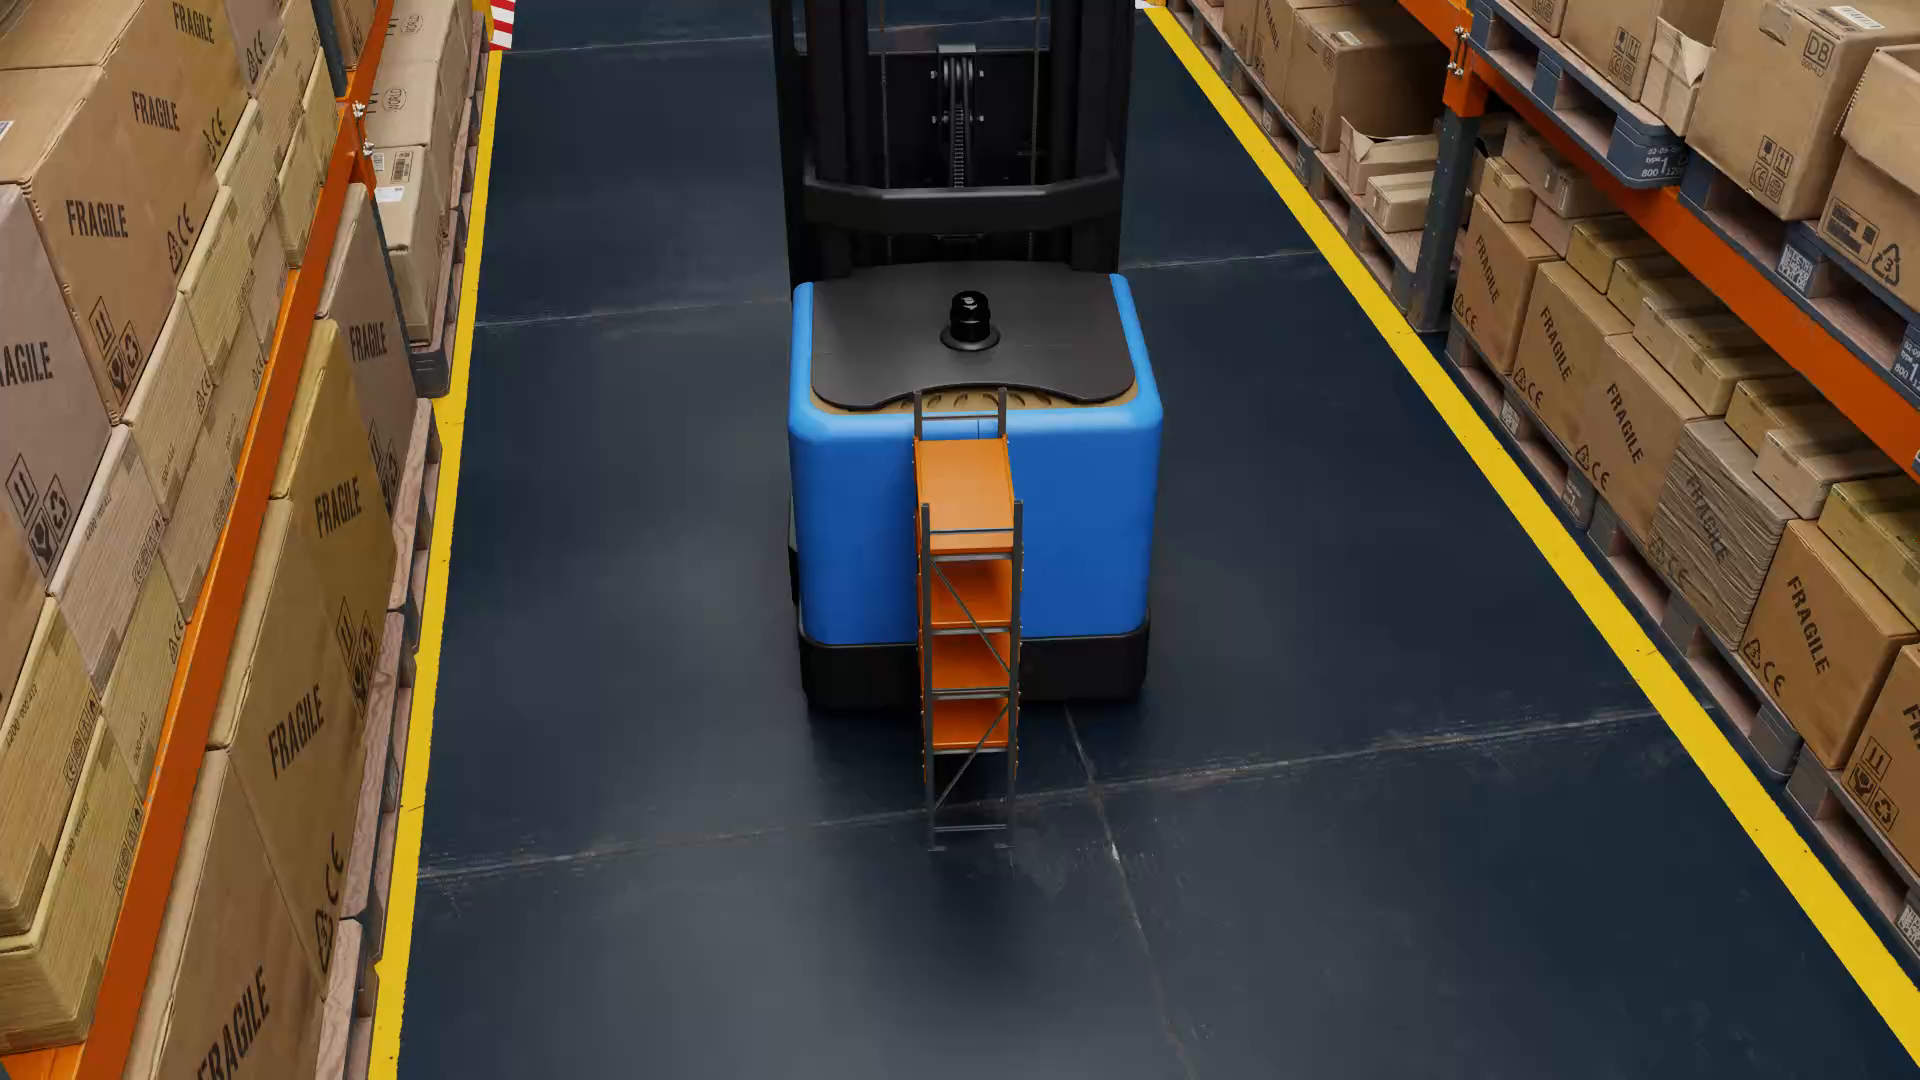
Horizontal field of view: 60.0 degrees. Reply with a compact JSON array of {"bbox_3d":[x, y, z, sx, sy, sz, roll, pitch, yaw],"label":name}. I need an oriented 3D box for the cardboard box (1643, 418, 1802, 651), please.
[{"bbox_3d":[2.494,-0.042,5.055,0.500,0.500,0.500,-8,38,-10],"label":"cardboard box"}]

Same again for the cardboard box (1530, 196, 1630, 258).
[{"bbox_3d":[2.285,-1.147,5.948,0.380,0.149,0.250,-7,38,-9],"label":"cardboard box"}]

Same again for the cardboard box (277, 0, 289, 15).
[{"bbox_3d":[-2.201,-1.772,4.689,0.500,0.500,0.500,-5,38,-6],"label":"cardboard box"}]

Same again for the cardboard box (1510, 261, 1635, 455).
[{"bbox_3d":[2.326,-0.658,5.848,0.500,0.500,0.500,-7,38,-9],"label":"cardboard box"}]

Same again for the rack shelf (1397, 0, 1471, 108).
[{"bbox_3d":[2.009,-3.040,7.805,1.077,0.370,4.000,-6,38,-8],"label":"rack shelf"}]

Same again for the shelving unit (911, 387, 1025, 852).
[{"bbox_3d":[0.014,0.237,4.466,0.258,1.200,0.503,-2,38,-3],"label":"shelving unit"}]

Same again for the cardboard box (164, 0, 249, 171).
[{"bbox_3d":[-2.033,-1.152,3.891,0.500,0.500,0.500,-5,38,-7],"label":"cardboard box"}]

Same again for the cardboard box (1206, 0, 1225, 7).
[{"bbox_3d":[1.672,-3.333,9.288,0.797,0.503,0.637,-8,38,-10],"label":"cardboard box"}]

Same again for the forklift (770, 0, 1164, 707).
[{"bbox_3d":[-0.035,-1.540,5.343,1.130,2.935,3.031,-2,38,-3],"label":"forklift"}]

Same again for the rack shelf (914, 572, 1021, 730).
[{"bbox_3d":[0.014,0.291,4.508,0.258,0.148,0.480,-2,38,-3],"label":"rack shelf"}]

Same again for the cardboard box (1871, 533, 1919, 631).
[{"bbox_3d":[2.642,0.104,4.338,0.380,0.149,0.250,-5,38,-7],"label":"cardboard box"}]

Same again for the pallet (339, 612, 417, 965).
[{"bbox_3d":[-2.100,0.717,4.655,1.003,0.211,1.213,-6,38,-8],"label":"pallet"}]

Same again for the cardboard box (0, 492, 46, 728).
[{"bbox_3d":[-1.671,0.077,2.309,0.500,0.500,0.500,-7,38,-9],"label":"cardboard box"}]

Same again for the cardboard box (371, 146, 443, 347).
[{"bbox_3d":[-2.531,-1.125,6.500,0.875,0.438,0.875,-7,38,-9],"label":"cardboard box"}]

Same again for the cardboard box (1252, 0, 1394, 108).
[{"bbox_3d":[1.778,-2.481,8.194,0.500,0.500,0.500,-6,38,-7],"label":"cardboard box"}]

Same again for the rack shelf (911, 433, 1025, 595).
[{"bbox_3d":[0.014,-0.073,4.225,0.258,0.148,0.480,-2,38,-3],"label":"rack shelf"}]

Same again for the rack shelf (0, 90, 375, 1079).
[{"bbox_3d":[-2.176,-0.088,4.005,1.077,0.370,4.000,-6,38,-8],"label":"rack shelf"}]

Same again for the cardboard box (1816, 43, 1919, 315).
[{"bbox_3d":[2.593,-0.873,4.003,0.797,0.503,0.637,-7,38,-9],"label":"cardboard box"}]

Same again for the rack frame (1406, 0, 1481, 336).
[{"bbox_3d":[2.360,-2.117,6.029,1.000,3.000,0.127,-6,38,-8],"label":"rack frame"}]

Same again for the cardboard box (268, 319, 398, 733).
[{"bbox_3d":[-2.173,0.003,4.690,0.875,0.875,0.875,-5,38,-7],"label":"cardboard box"}]

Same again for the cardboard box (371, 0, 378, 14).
[{"bbox_3d":[-2.435,-2.236,6.102,0.500,0.500,0.500,-6,38,-8],"label":"cardboard box"}]

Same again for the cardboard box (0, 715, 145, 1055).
[{"bbox_3d":[-1.663,0.572,2.691,0.500,0.250,0.500,-7,38,-9],"label":"cardboard box"}]

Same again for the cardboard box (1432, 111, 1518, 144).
[{"bbox_3d":[2.400,-1.843,7.659,0.380,0.149,0.250,-7,38,-9],"label":"cardboard box"}]

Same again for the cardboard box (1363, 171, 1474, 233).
[{"bbox_3d":[1.973,-1.462,7.168,0.380,0.149,0.250,-7,38,-9],"label":"cardboard box"}]

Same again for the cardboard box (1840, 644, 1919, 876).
[{"bbox_3d":[2.698,0.585,4.247,0.500,0.500,0.500,-7,38,-9],"label":"cardboard box"}]

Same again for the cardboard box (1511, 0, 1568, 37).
[{"bbox_3d":[2.224,-2.006,5.463,0.700,0.500,0.500,-5,38,-7],"label":"cardboard box"}]

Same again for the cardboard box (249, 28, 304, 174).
[{"bbox_3d":[-2.115,-1.177,4.535,0.500,0.250,0.500,-5,38,-7],"label":"cardboard box"}]

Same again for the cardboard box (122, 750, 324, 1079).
[{"bbox_3d":[-1.865,1.083,3.301,0.875,0.875,0.875,-7,38,-8],"label":"cardboard box"}]

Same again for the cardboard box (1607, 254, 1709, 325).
[{"bbox_3d":[2.403,-0.829,5.539,0.380,0.149,0.250,-7,38,-9],"label":"cardboard box"}]

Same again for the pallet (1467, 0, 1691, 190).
[{"bbox_3d":[2.392,-1.546,5.452,1.003,0.211,1.213,-6,38,-8],"label":"pallet"}]

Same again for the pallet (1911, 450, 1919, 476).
[{"bbox_3d":[2.873,-0.027,3.496,1.213,0.211,1.003,-6,38,-8],"label":"pallet"}]

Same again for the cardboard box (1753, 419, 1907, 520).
[{"bbox_3d":[2.520,-0.210,4.742,0.380,0.149,0.250,-8,39,-10],"label":"cardboard box"}]

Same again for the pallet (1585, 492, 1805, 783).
[{"bbox_3d":[2.757,0.210,5.307,1.003,0.211,1.213,-6,38,-8],"label":"pallet"}]

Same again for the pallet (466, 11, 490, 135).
[{"bbox_3d":[-3.011,-2.421,8.694,1.003,0.211,1.213,-6,38,-8],"label":"pallet"}]

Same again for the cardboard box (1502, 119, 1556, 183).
[{"bbox_3d":[2.220,-1.430,6.070,0.380,0.149,0.250,-7,38,-9],"label":"cardboard box"}]

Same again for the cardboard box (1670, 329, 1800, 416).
[{"bbox_3d":[2.451,-0.524,5.146,0.380,0.149,0.250,-5,38,-6],"label":"cardboard box"}]

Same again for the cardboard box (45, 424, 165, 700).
[{"bbox_3d":[-1.760,0.052,2.952,0.500,0.250,0.500,-5,38,-7],"label":"cardboard box"}]

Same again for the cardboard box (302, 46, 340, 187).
[{"bbox_3d":[-2.200,-1.277,5.071,0.500,0.250,0.500,-7,38,-9],"label":"cardboard box"}]

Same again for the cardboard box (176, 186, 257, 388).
[{"bbox_3d":[-1.912,-0.558,3.738,0.500,0.250,0.500,-6,38,-7],"label":"cardboard box"}]

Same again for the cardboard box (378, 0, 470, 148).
[{"bbox_3d":[-2.845,-2.211,7.897,0.875,0.438,0.875,-5,38,-7],"label":"cardboard box"}]

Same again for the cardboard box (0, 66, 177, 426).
[{"bbox_3d":[-1.843,-0.536,3.098,0.500,0.500,0.500,-5,38,-7],"label":"cardboard box"}]

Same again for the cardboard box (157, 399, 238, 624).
[{"bbox_3d":[-1.857,-0.054,3.496,0.500,0.250,0.500,-5,38,-6],"label":"cardboard box"}]

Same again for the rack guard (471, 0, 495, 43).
[{"bbox_3d":[-3.232,-3.024,9.235,1.175,0.500,0.348,-6,38,-8],"label":"rack guard"}]

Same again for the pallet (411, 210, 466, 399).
[{"bbox_3d":[-2.583,-0.947,6.797,1.003,0.211,1.213,-6,38,-8],"label":"pallet"}]

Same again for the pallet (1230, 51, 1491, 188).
[{"bbox_3d":[2.023,-2.169,8.370,1.003,0.211,1.213,-6,38,-8],"label":"pallet"}]

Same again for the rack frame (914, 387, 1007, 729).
[{"bbox_3d":[0.000,0.088,4.659,0.240,1.200,0.015,-2,38,-3],"label":"rack frame"}]

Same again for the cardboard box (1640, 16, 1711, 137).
[{"bbox_3d":[2.225,-1.349,4.809,0.396,0.266,0.258,-4,38,-6],"label":"cardboard box"}]

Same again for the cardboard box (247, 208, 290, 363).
[{"bbox_3d":[-2.042,-0.663,4.280,0.500,0.250,0.500,-7,38,-9],"label":"cardboard box"}]
